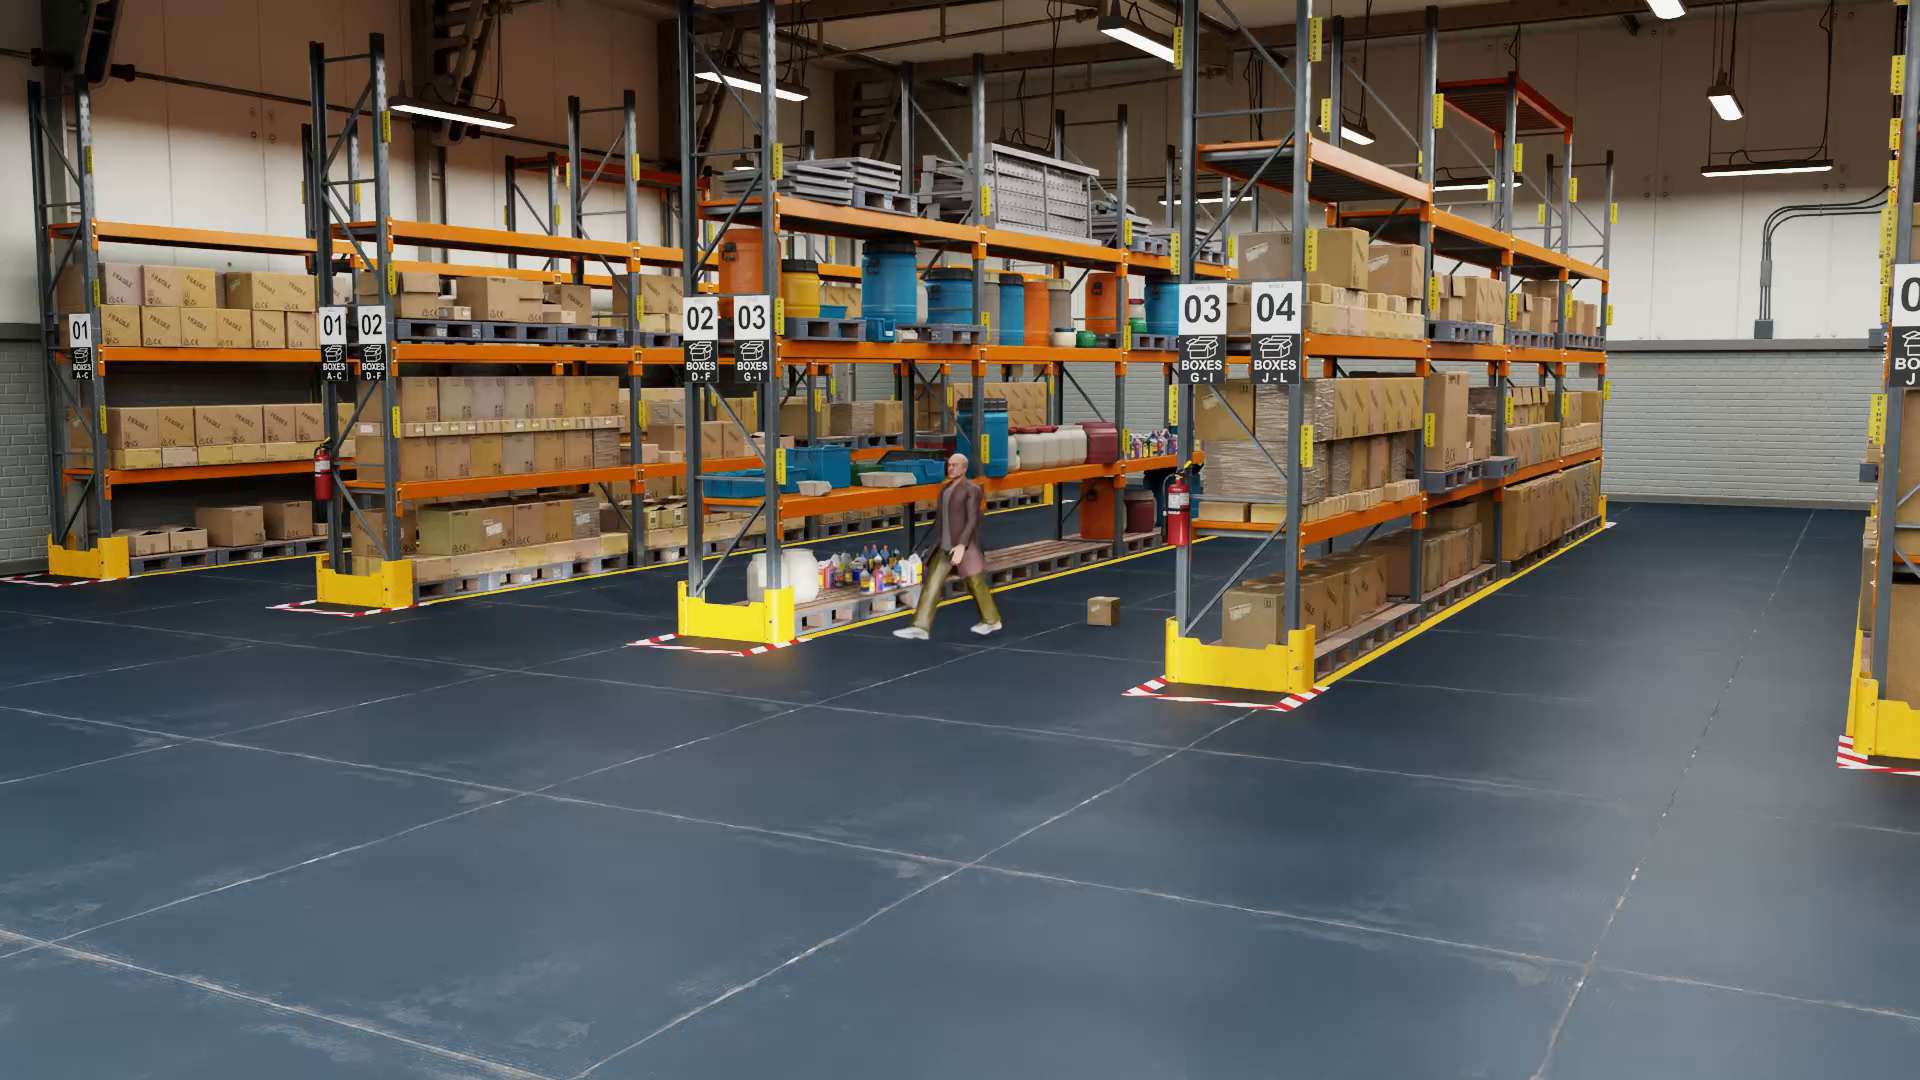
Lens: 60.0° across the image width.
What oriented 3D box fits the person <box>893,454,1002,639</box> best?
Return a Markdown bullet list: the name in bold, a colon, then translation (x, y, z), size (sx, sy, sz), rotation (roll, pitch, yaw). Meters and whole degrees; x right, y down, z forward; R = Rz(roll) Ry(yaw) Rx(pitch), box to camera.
- **person**: translation (-0.078, 0.058, 15.414), size (0.613, 1.712, 1.148), rotation (5, 8, 43)
